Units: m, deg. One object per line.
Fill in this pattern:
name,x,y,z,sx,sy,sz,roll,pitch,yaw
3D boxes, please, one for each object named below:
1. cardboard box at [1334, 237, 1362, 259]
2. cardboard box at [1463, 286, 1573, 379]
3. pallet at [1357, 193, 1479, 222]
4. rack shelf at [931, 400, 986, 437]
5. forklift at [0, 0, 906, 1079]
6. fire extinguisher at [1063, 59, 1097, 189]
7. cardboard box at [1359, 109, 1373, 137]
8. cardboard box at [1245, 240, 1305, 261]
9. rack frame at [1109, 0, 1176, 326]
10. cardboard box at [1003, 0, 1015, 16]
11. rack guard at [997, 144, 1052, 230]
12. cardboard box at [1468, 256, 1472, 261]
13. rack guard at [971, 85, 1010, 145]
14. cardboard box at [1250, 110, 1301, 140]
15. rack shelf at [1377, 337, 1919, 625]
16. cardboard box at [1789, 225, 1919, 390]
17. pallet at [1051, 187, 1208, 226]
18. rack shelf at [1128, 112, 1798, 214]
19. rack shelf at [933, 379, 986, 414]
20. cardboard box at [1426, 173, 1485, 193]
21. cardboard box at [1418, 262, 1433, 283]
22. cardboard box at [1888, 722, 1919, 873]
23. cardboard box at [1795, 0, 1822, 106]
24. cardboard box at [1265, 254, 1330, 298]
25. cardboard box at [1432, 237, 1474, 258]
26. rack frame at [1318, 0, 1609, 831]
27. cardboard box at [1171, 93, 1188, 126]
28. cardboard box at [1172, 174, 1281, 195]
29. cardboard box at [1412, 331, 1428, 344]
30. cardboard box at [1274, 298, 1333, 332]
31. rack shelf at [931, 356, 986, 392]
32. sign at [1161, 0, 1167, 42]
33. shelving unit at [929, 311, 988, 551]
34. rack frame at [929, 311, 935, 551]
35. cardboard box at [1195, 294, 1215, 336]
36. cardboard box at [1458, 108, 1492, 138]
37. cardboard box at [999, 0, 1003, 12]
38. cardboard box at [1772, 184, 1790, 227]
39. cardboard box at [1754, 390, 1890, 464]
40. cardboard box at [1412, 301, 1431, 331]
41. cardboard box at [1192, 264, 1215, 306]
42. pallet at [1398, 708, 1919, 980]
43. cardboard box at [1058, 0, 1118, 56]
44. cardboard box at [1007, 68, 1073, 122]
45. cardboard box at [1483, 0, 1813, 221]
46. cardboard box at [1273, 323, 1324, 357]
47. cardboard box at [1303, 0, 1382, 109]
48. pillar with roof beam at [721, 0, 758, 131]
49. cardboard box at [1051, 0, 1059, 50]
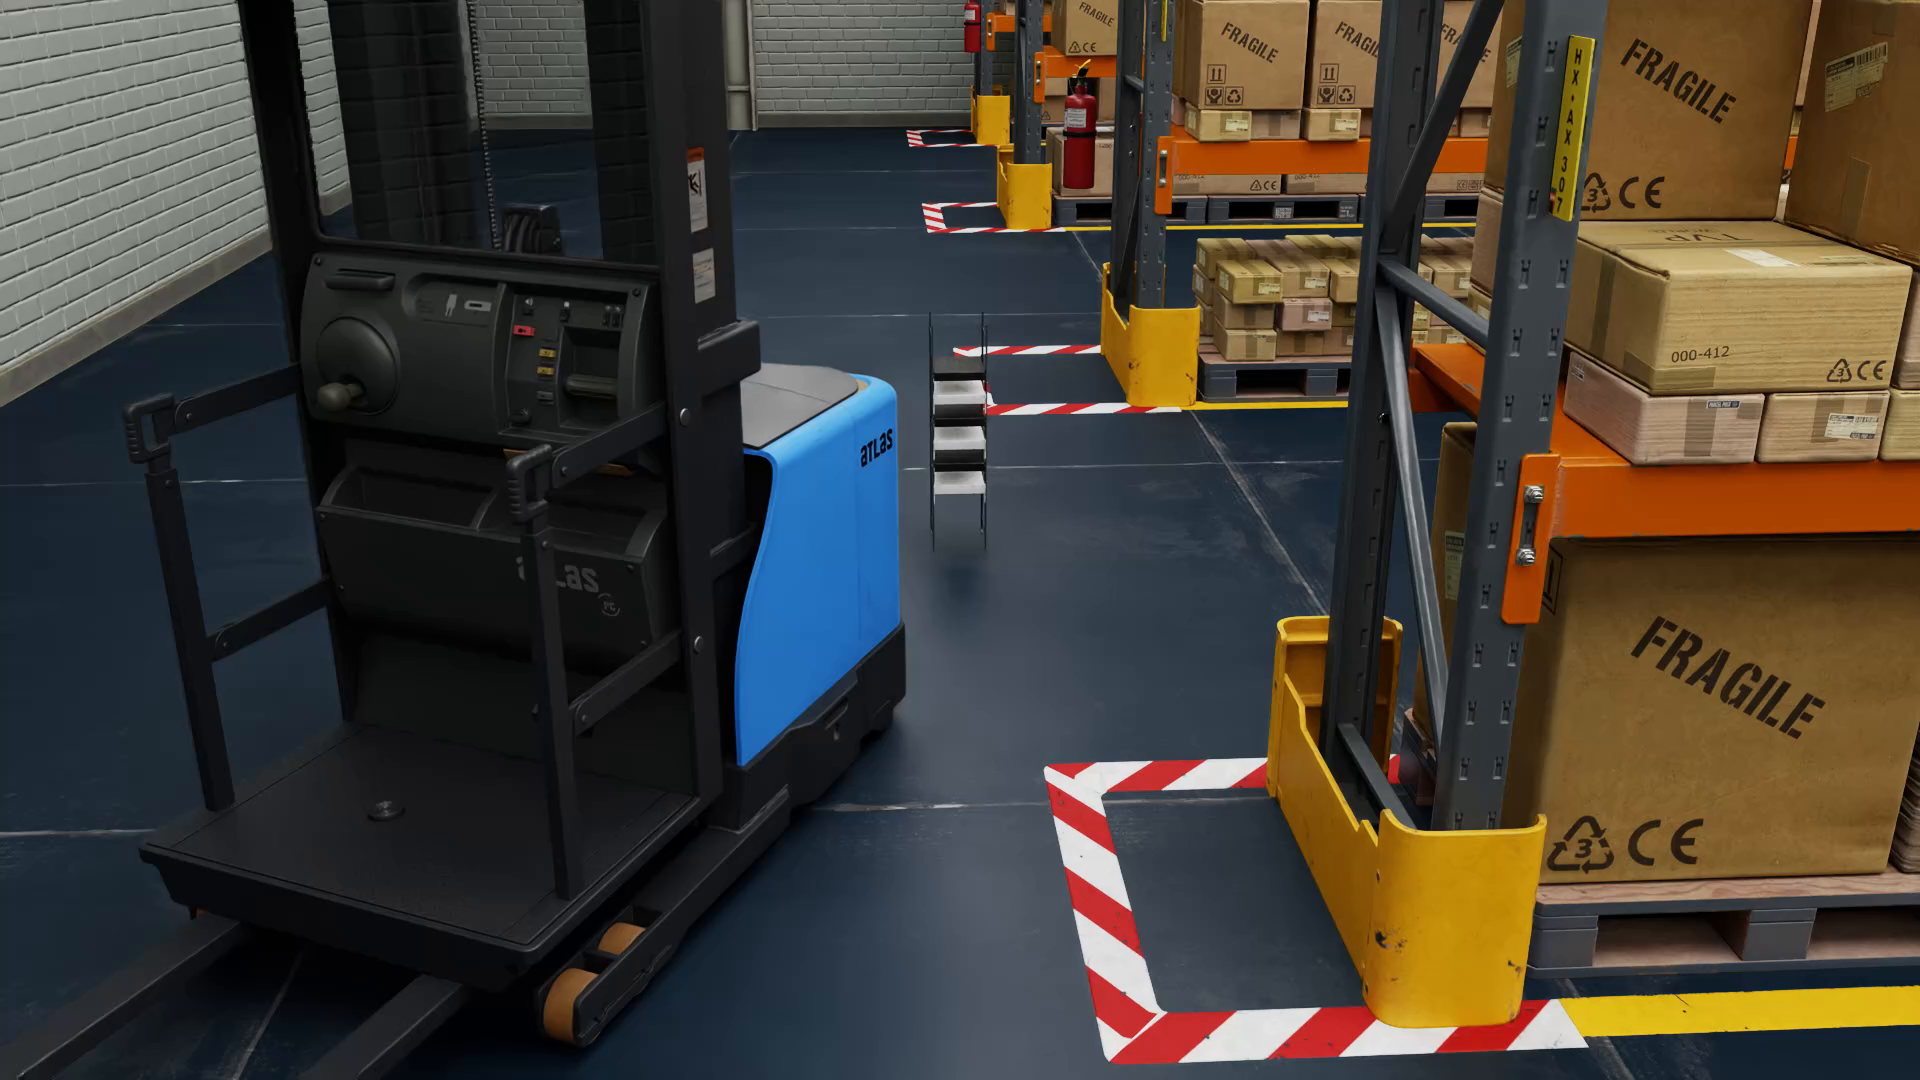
cardboard box,2.201,-1.539,9.028,0.250,0.149,0.380,-2,21,-5
cardboard box,1.439,-0.521,4.127,0.250,0.149,0.380,-1,21,-2
pallet,3.766,-2.825,13.745,1.213,0.211,1.003,-1,21,-3
rack shelf,-0.008,-0.473,6.440,0.200,0.077,0.258,-1,21,-3
forklift,-1.198,-0.421,3.609,1.130,2.935,3.031,8,22,21
fire extinguisher,0.642,-2.227,8.887,0.183,0.674,0.296,-1,21,-3
cardboard box,2.036,-2.111,8.304,0.250,0.149,0.380,0,21,-1
cardboard box,1.688,-1.506,8.941,0.250,0.149,0.380,-1,21,-2
rack frame,0.920,-2.278,8.389,0.127,3.000,1.000,-1,21,-3
cardboard box,0.593,-5.590,17.440,0.250,0.149,0.380,-1,21,-3
rack guard,0.512,-2.866,13.446,0.348,0.500,1.175,-1,21,-3
cardboard box,2.775,-1.344,8.516,0.250,0.149,0.380,-1,21,-2
rack guard,0.325,-4.631,18.082,0.348,0.500,1.175,-1,21,-3
cardboard box,1.513,-2.071,8.198,0.250,0.149,0.380,0,21,-1
rack shelf,3.099,-0.219,3.991,4.000,0.370,1.077,-1,21,-3
cardboard box,2.115,-0.510,3.537,0.500,0.250,0.500,-1,21,-4
pallet,1.330,-2.775,13.614,1.213,0.211,1.003,-1,21,-3
rack shelf,2.916,-1.983,8.624,4.000,0.370,1.077,-1,21,-3
rack shelf,-0.008,-0.557,6.408,0.200,0.077,0.258,-1,21,-3
cardboard box,3.897,-3.140,13.664,0.875,0.438,0.875,-1,21,-4
cardboard box,2.232,-1.353,8.538,0.250,0.149,0.380,-2,21,-6
cardboard box,2.645,0.222,4.217,0.875,0.875,0.875,-1,21,-3
cardboard box,3.928,-2.425,8.216,0.500,0.500,0.500,-2,21,-5
cardboard box,1.730,-1.359,8.554,0.250,0.149,0.380,-1,21,-2
cardboard box,2.736,-1.530,9.004,0.250,0.149,0.380,-2,21,-5
rack frame,1.102,-0.514,3.756,0.127,3.000,1.000,-1,21,-3
cardboard box,1.229,-2.268,8.715,0.250,0.149,0.380,-1,21,-3
cardboard box,2.102,-3.104,13.569,0.875,0.438,0.875,-1,21,-2
cardboard box,2.227,-1.047,8.573,0.250,0.149,0.380,-1,21,-2
cardboard box,1.734,-1.186,8.519,0.250,0.149,0.380,-1,21,-3
rack shelf,-0.008,-0.642,6.376,0.200,0.077,0.258,-1,21,-3
sign,0.951,-2.490,7.729,0.005,0.325,0.100,-1,21,-3
shelving unit,-0.008,-0.420,6.460,0.210,0.900,0.258,-1,21,-3
rack frame,-0.110,-0.418,6.455,0.006,0.900,0.240,-1,21,-3
cardboard box,1.433,-1.227,9.045,0.250,0.149,0.380,-1,21,-2
cardboard box,2.556,-2.103,8.282,0.250,0.149,0.380,-2,21,-4
cardboard box,0.565,-5.782,17.946,0.250,0.149,0.380,-1,21,-4
cardboard box,2.077,-0.697,4.030,0.500,0.250,0.500,-2,21,-4
cardboard box,1.731,-0.293,3.527,0.250,0.149,0.380,-1,21,-4
cardboard box,2.236,-1.189,8.527,0.250,0.149,0.380,-1,21,-1
cardboard box,1.430,-1.393,9.063,0.250,0.149,0.380,-2,21,-5
pallet,1.896,0.745,4.368,1.213,0.211,1.003,-1,21,-3
cardboard box,1.032,-3.989,12.742,0.500,0.500,0.500,-1,21,-3
cardboard box,0.865,-4.806,17.947,0.637,0.503,0.797,-2,21,-5
cardboard box,1.573,-1.037,3.868,0.500,0.500,0.500,-1,21,-2
cardboard box,1.718,-1.074,8.642,0.250,0.149,0.380,-1,21,-3
cardboard box,1.916,-2.395,8.137,0.500,0.500,0.500,-1,21,-3
pillar with roof beam,-2.249,-7.338,13.247,0.400,9.000,9.100,-1,21,-3
cardboard box,1.003,-4.185,13.257,0.500,0.500,0.500,-1,21,-3
